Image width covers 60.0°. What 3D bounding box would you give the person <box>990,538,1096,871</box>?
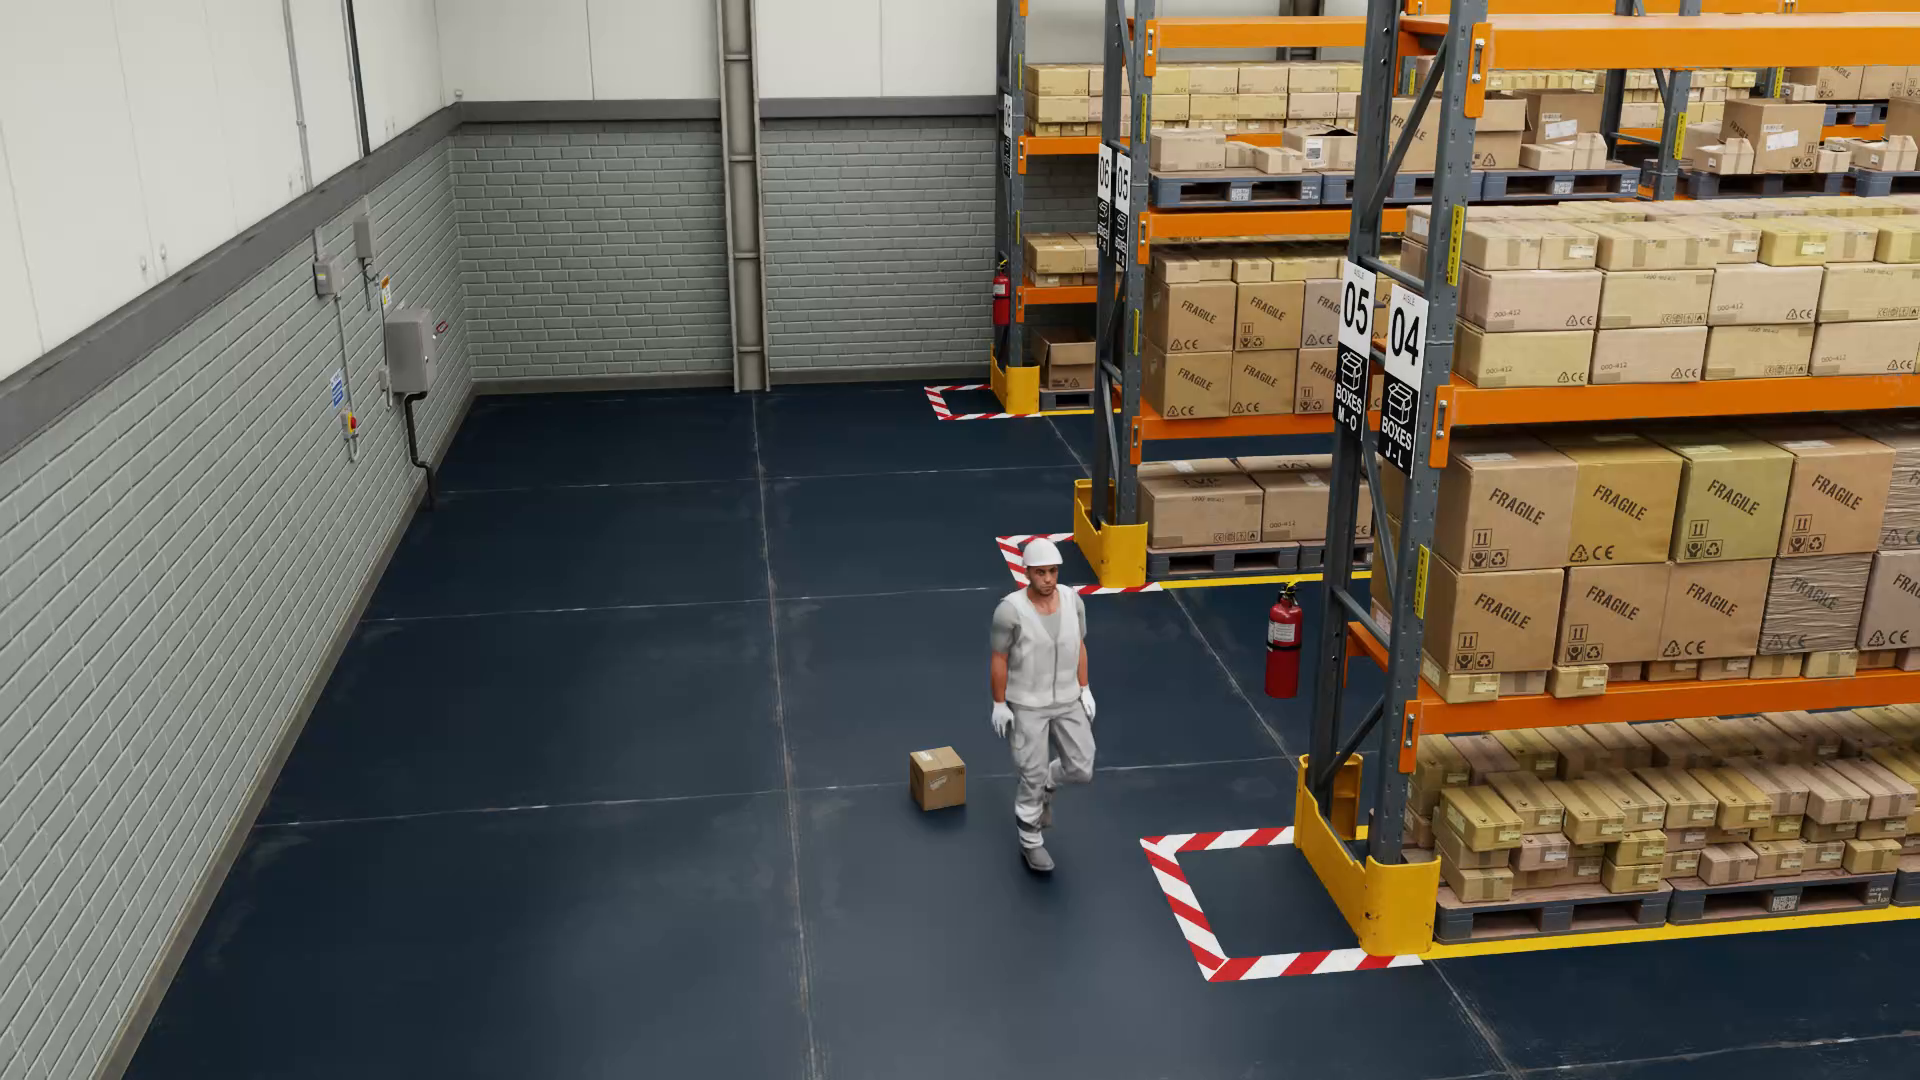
[{"bbox_3d":[0.425,0.823,8.658,0.578,1.779,0.540,-8,21,-22],"label":"person"}]
